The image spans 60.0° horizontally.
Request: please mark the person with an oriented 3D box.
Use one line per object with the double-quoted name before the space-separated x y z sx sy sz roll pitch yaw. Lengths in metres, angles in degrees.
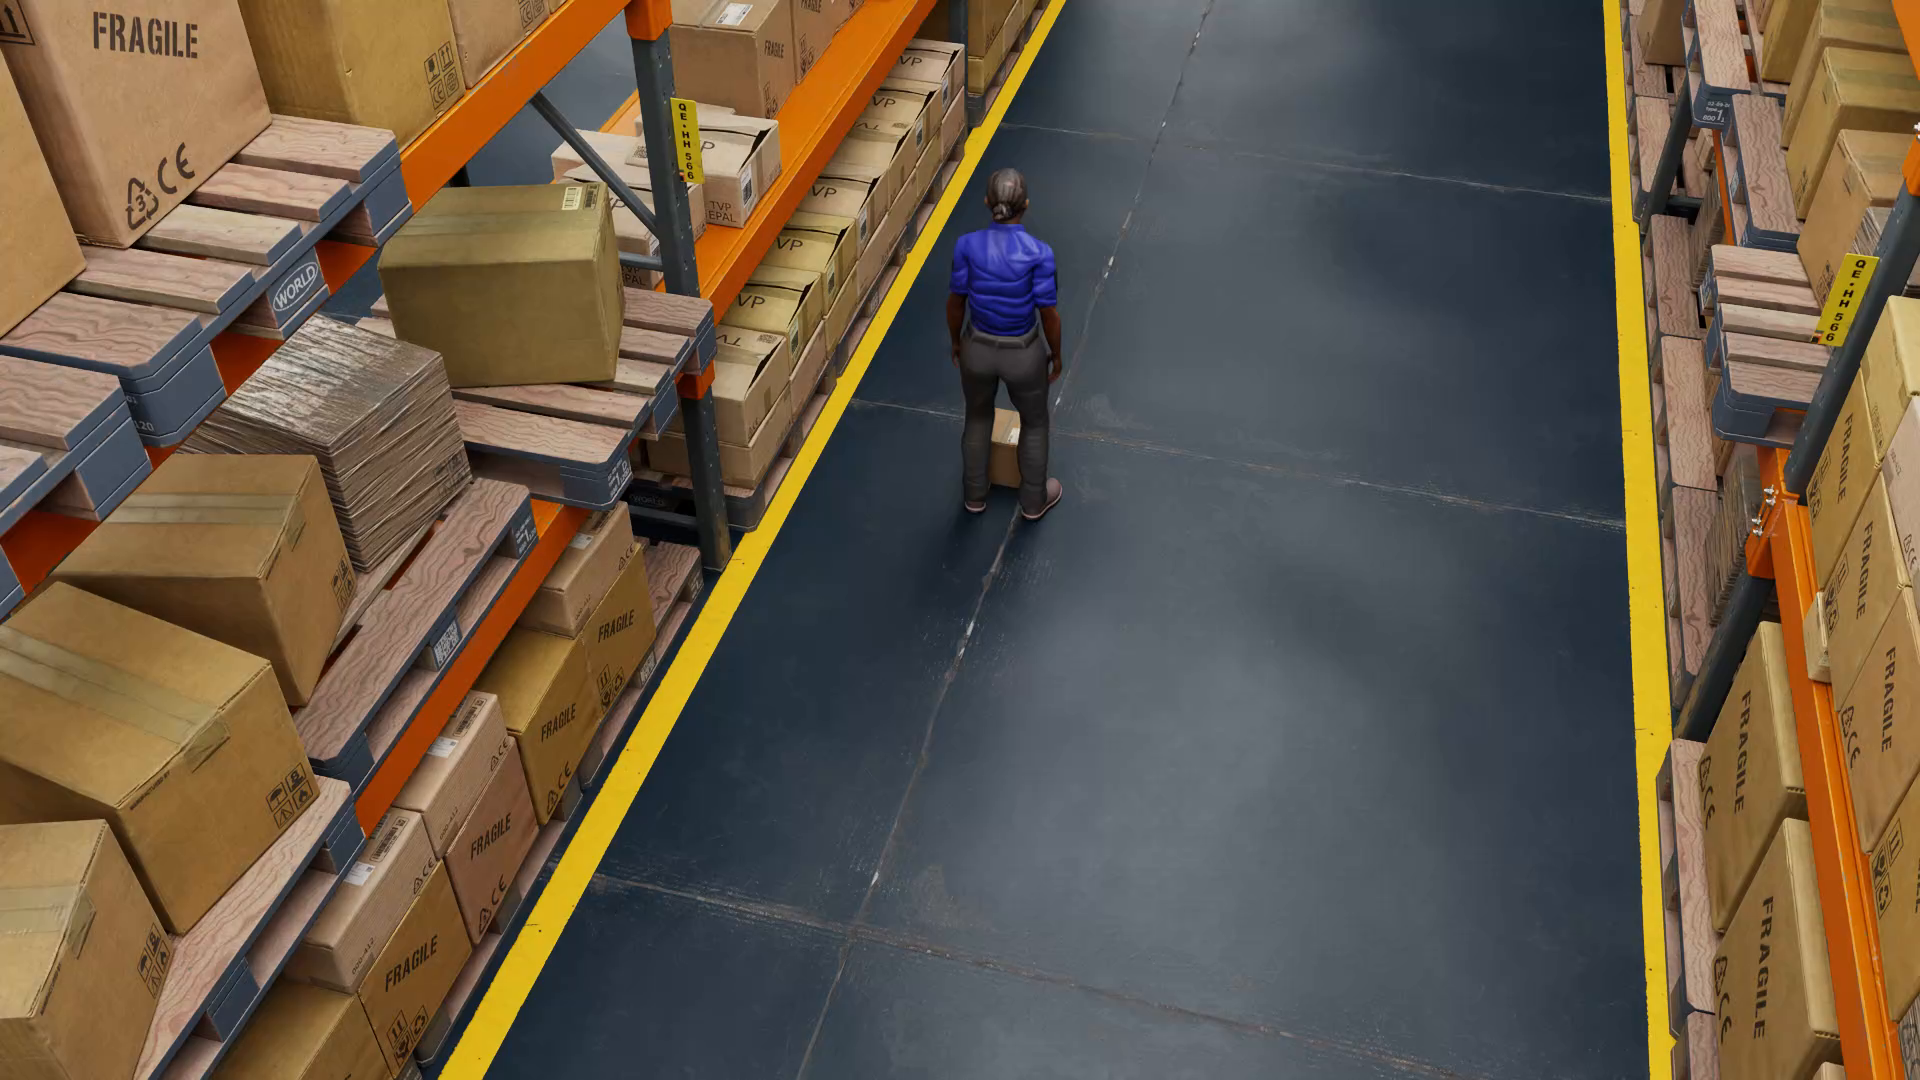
"person" 0.196 -0.799 7.073 0.506 1.655 0.351 10 42 11
